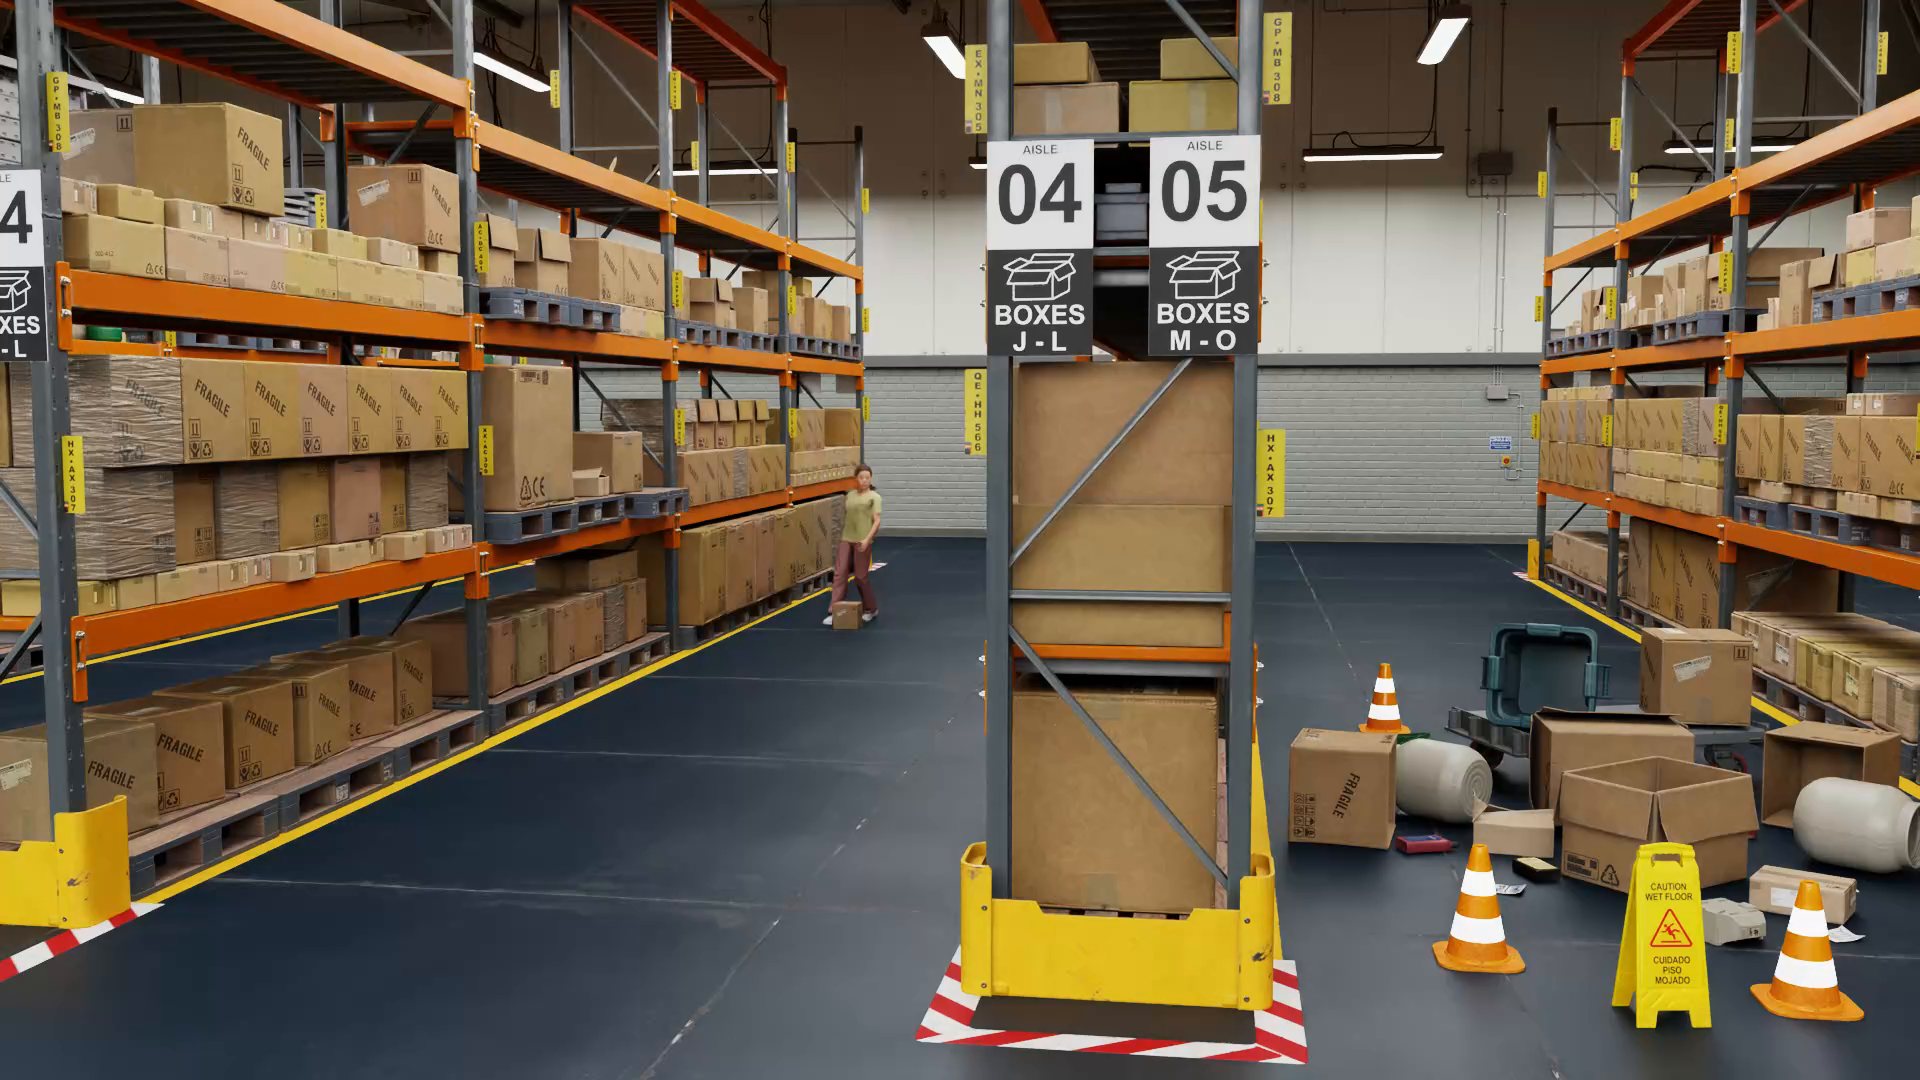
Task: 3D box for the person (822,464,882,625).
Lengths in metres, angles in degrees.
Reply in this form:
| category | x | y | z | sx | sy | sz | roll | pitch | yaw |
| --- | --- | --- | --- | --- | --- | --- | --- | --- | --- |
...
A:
| category | x | y | z | sx | sy | sz | roll | pitch | yaw |
| --- | --- | --- | --- | --- | --- | --- | --- | --- | --- |
| person | -1.100 | 0.045 | 17.071 | 0.467 | 1.629 | 0.774 | 2 | 5 | 24 |
